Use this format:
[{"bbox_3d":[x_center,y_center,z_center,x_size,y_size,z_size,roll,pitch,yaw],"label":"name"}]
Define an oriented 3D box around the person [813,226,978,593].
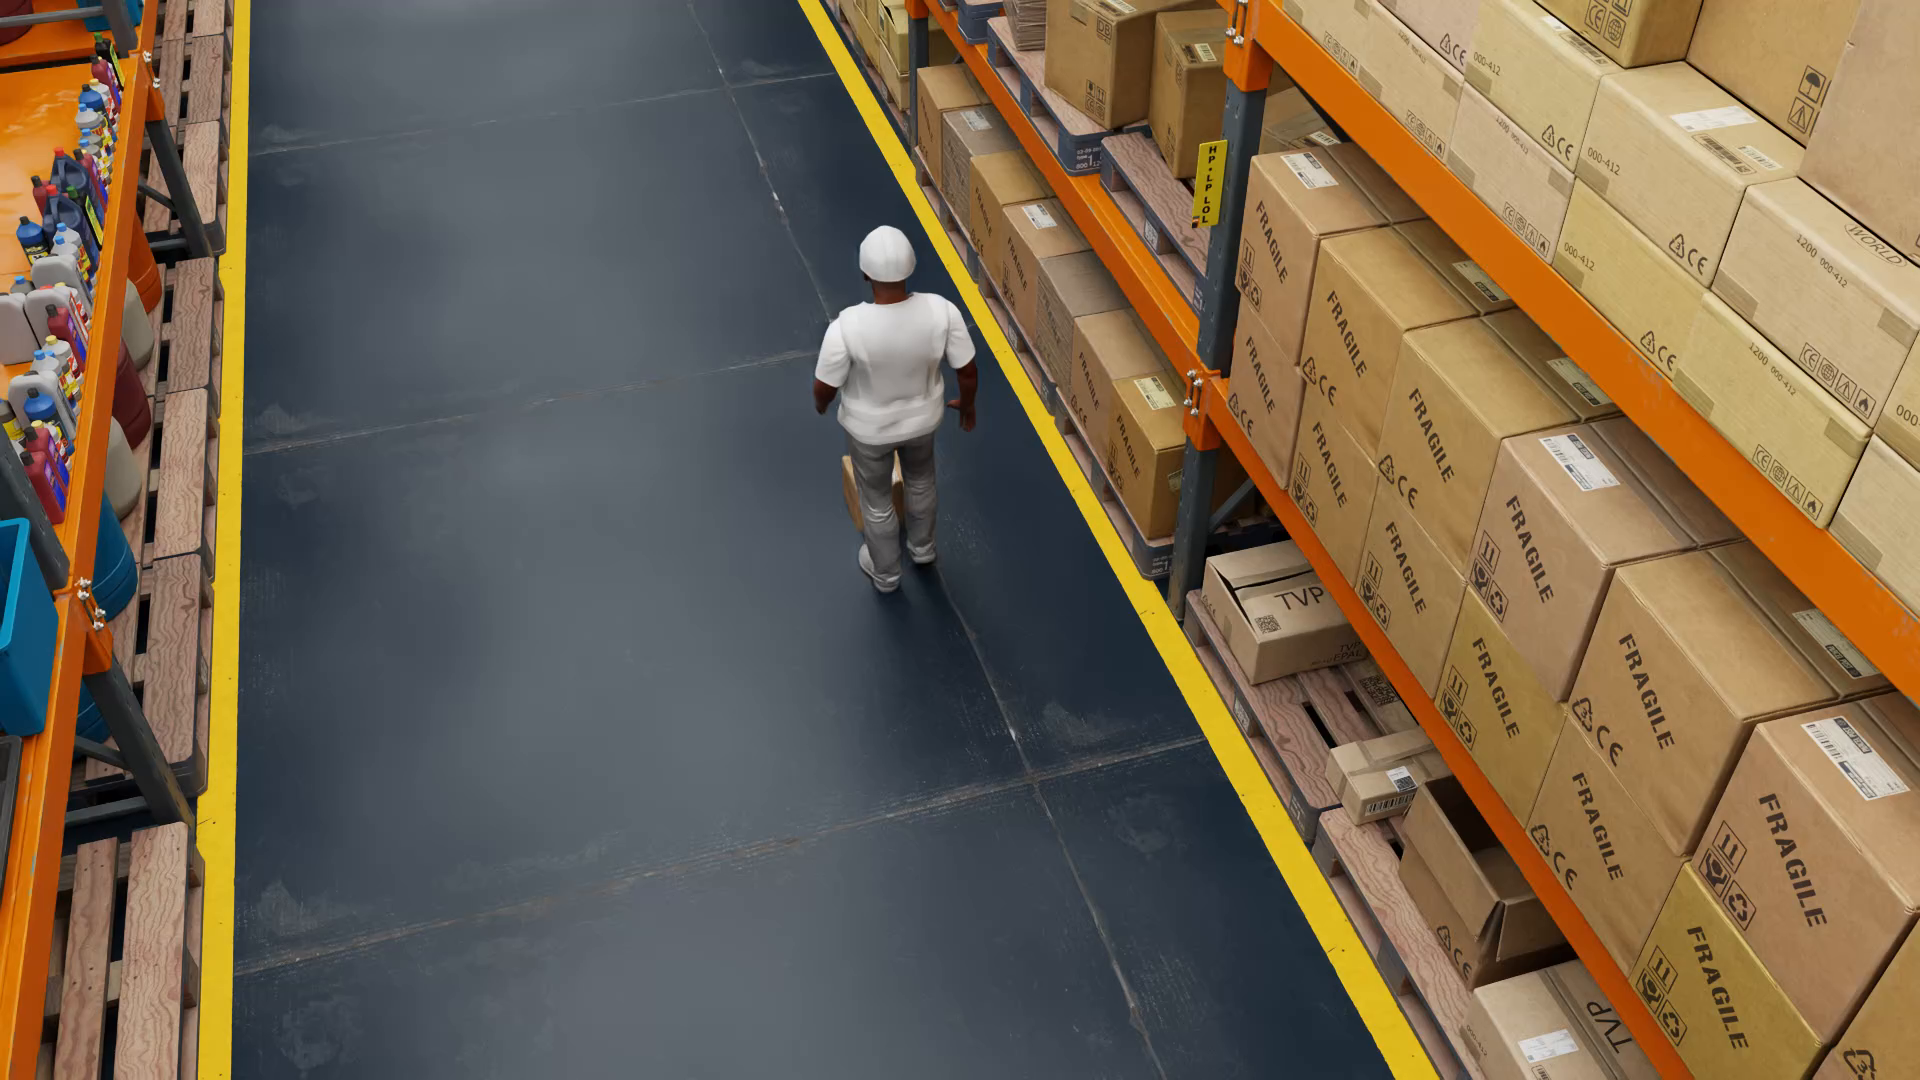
[{"bbox_3d":[-0.273,-0.497,6.751,0.661,1.848,0.488,-14,44,-15],"label":"person"}]
